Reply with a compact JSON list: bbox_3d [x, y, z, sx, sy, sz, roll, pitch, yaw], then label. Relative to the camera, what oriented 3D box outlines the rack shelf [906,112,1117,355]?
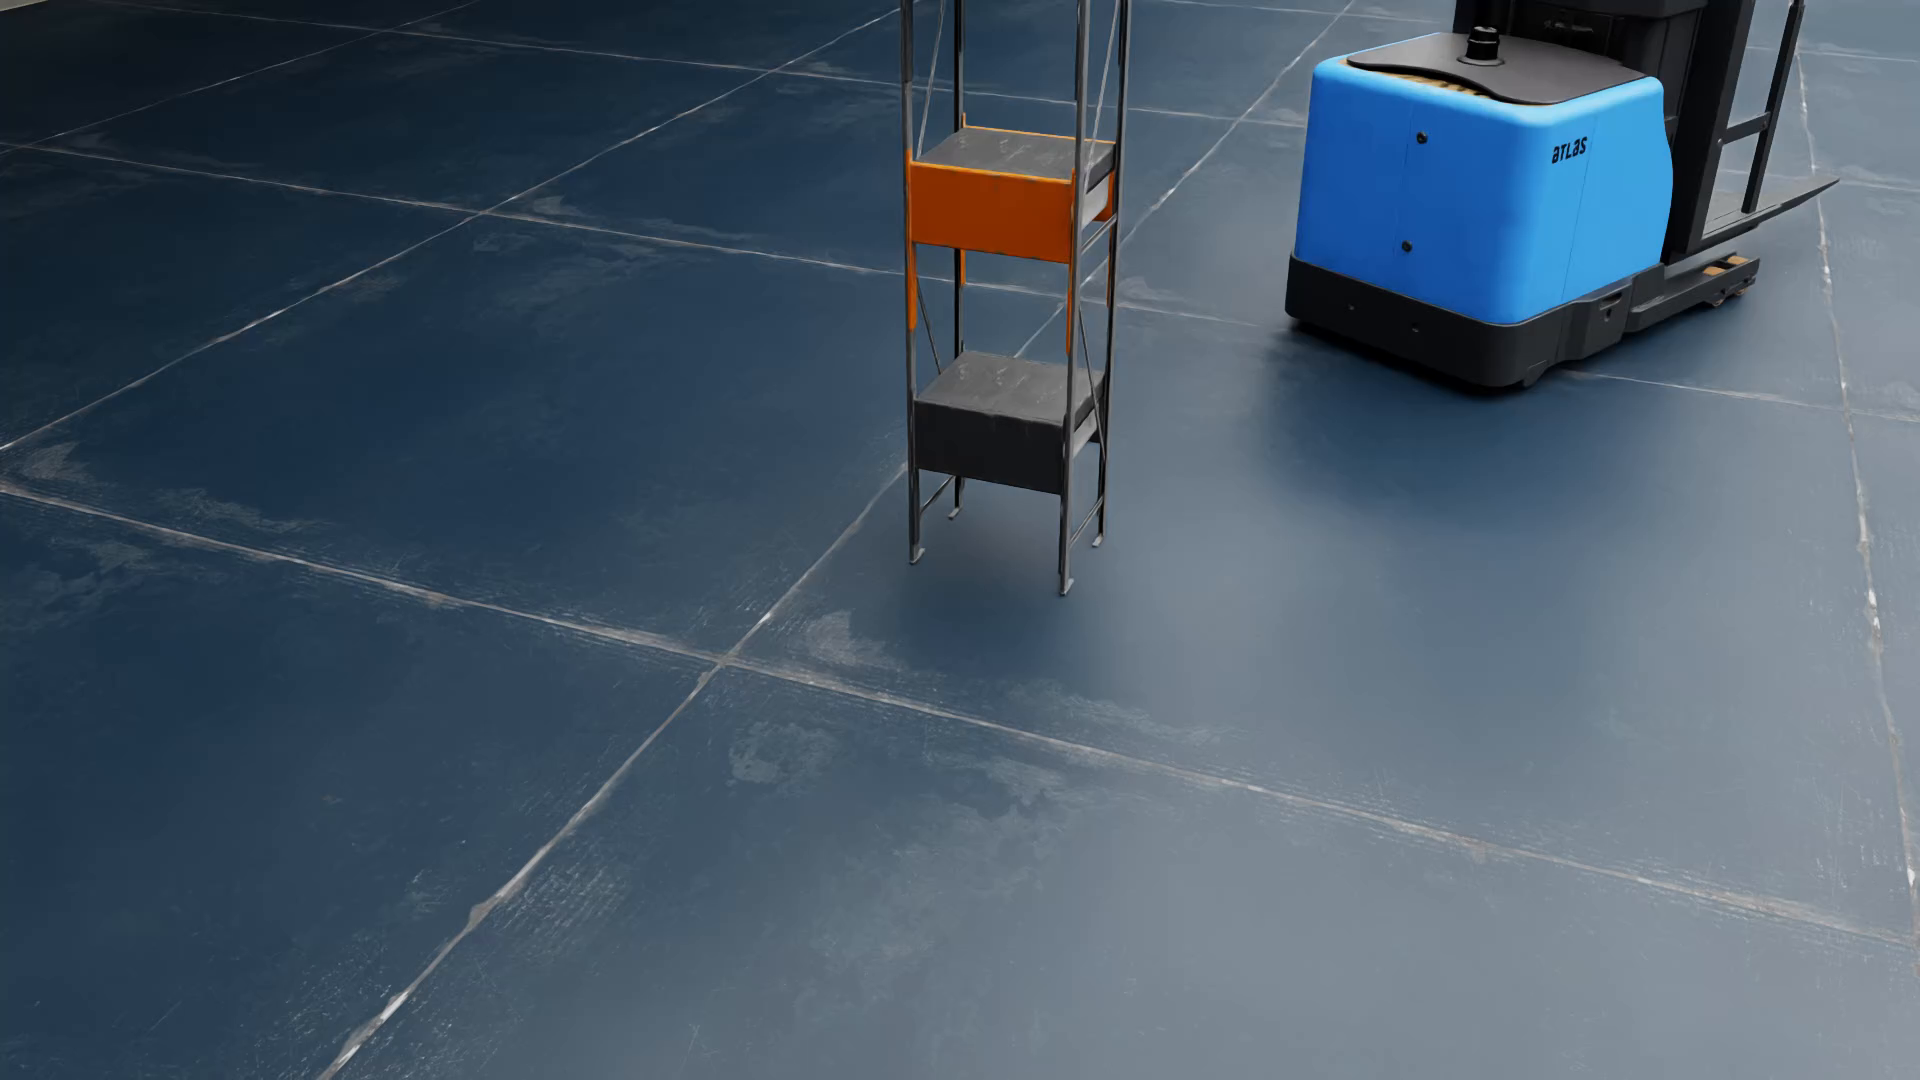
[{"bbox_3d":[0.153,-0.872,4.686,0.480,0.518,0.431,11,31,19],"label":"rack shelf"}]

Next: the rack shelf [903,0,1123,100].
[{"bbox_3d":[0.153,-1.481,4.341,0.480,0.518,0.431,11,31,19],"label":"rack shelf"}]

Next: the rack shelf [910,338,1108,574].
[{"bbox_3d":[0.153,-0.262,5.030,0.480,0.518,0.431,11,31,19],"label":"rack shelf"}]

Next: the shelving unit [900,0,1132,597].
[{"bbox_3d":[0.153,-0.883,4.679,0.503,2.100,0.431,11,31,19],"label":"shelving unit"}]

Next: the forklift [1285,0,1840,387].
[{"bbox_3d":[2.768,-2.432,6.574,3.031,2.935,1.130,-23,37,-34],"label":"forklift"}]

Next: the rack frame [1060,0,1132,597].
[{"bbox_3d":[0.379,-0.838,4.599,0.015,2.100,0.400,11,31,19],"label":"rack frame"}]

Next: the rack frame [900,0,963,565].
[{"bbox_3d":[-0.073,-0.929,4.759,0.015,2.100,0.400,11,31,19],"label":"rack frame"}]
